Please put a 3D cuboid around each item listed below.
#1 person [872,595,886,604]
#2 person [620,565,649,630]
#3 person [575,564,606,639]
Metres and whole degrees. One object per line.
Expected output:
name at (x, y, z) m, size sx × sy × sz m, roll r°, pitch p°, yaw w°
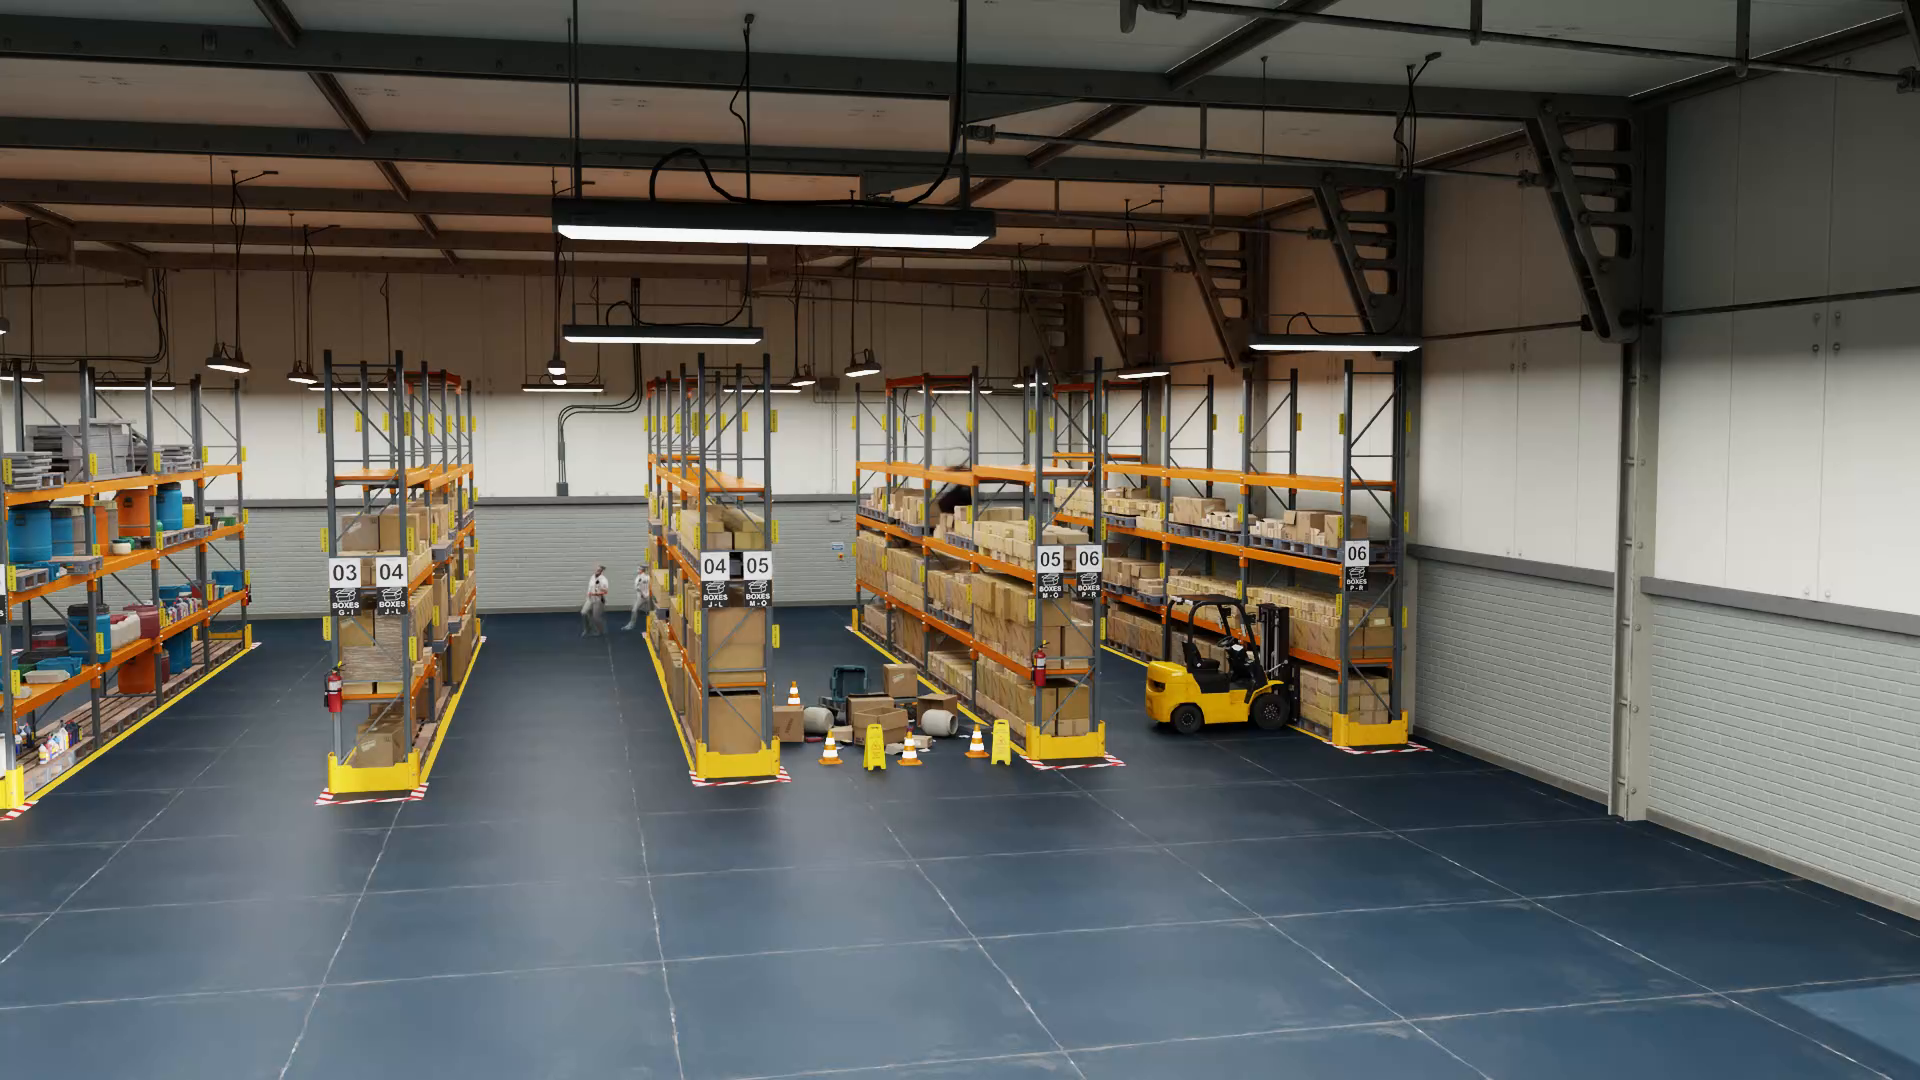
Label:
person at (-2.004, 1.262, 41.761) m, size 0.891 × 1.660 × 0.593 m, roll 2°, pitch 4°, yaw 21°
person at (-7.745, 1.385, 40.371) m, size 0.918 × 1.614 × 0.668 m, roll -2°, pitch 4°, yaw -27°
person at (-8.557, 1.425, 38.991) m, size 0.675 × 1.774 × 0.761 m, roll 2°, pitch 5°, yaw 31°
